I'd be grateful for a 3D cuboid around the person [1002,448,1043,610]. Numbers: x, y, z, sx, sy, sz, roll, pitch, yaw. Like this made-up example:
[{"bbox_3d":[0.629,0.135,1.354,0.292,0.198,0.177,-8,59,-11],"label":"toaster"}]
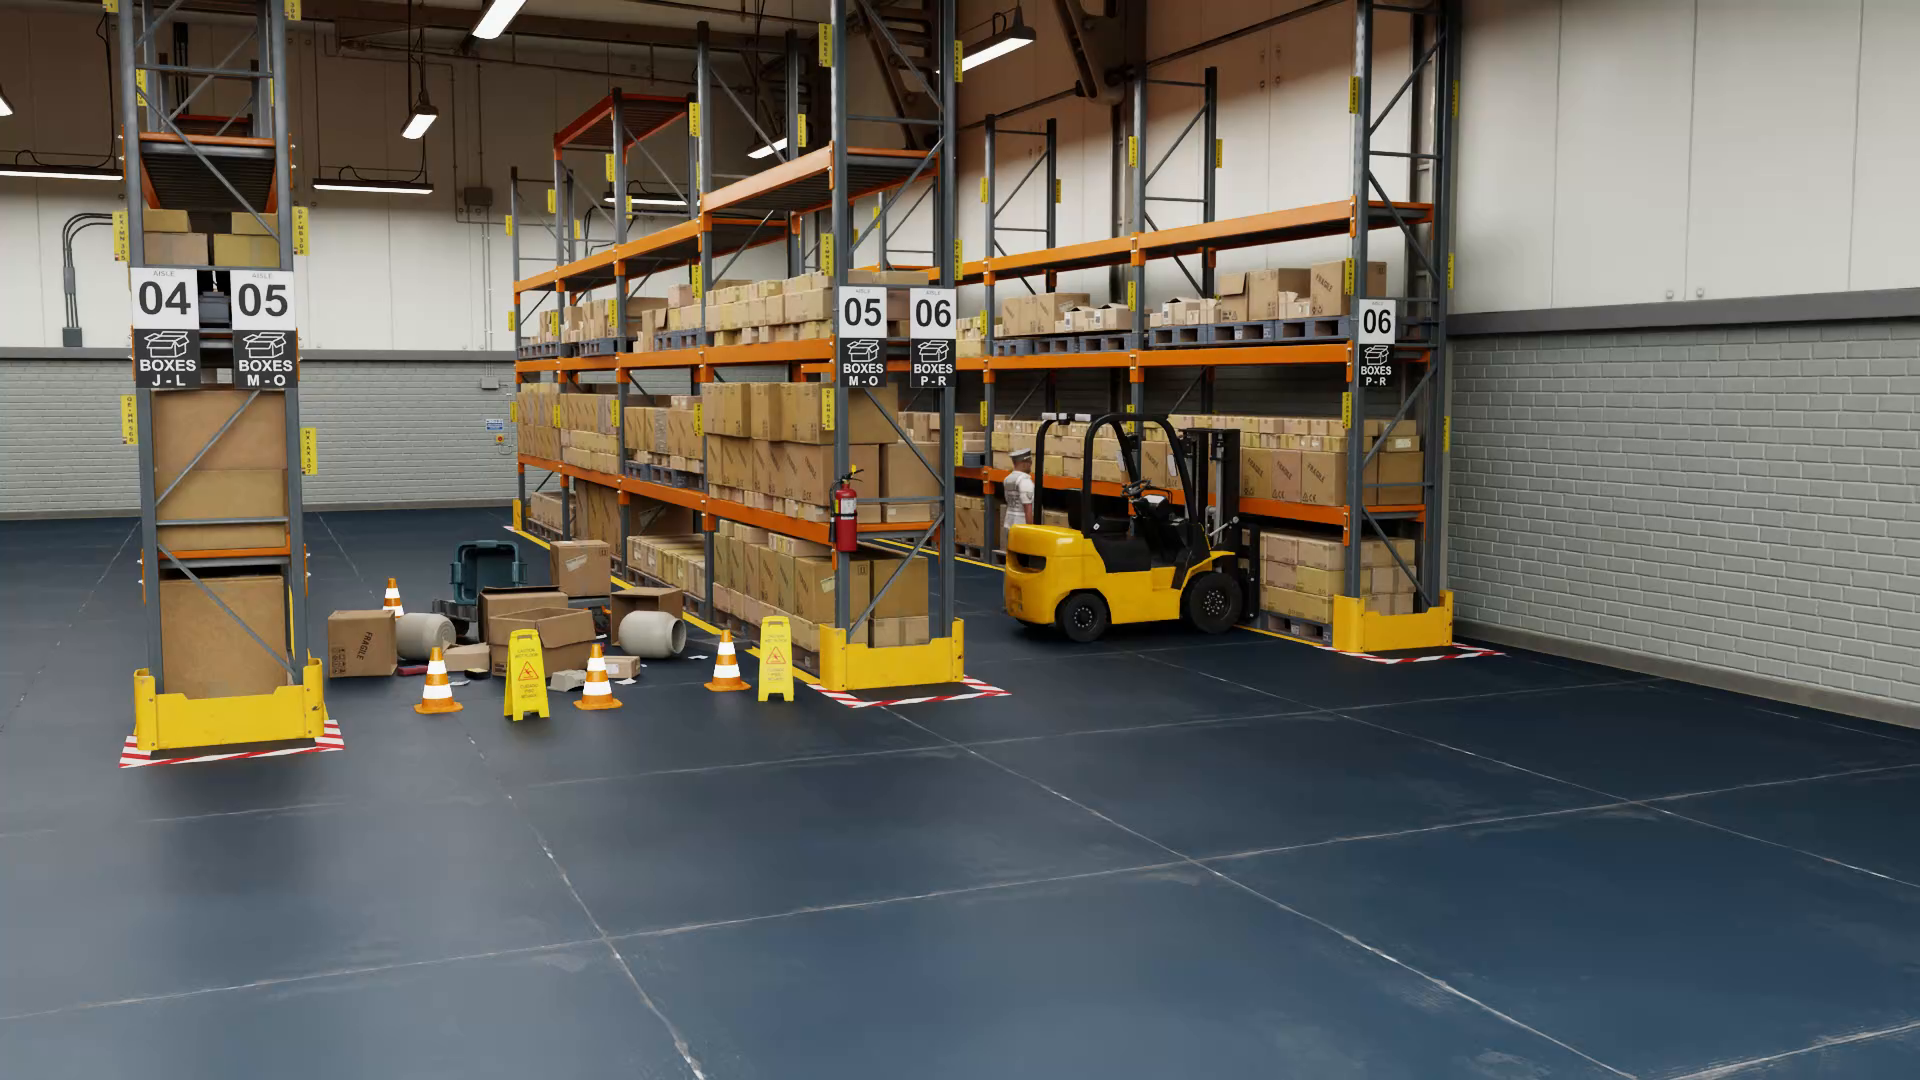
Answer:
[{"bbox_3d":[0.693,-0.097,17.777,0.420,1.777,0.526,-2,6,-22],"label":"person"}]
